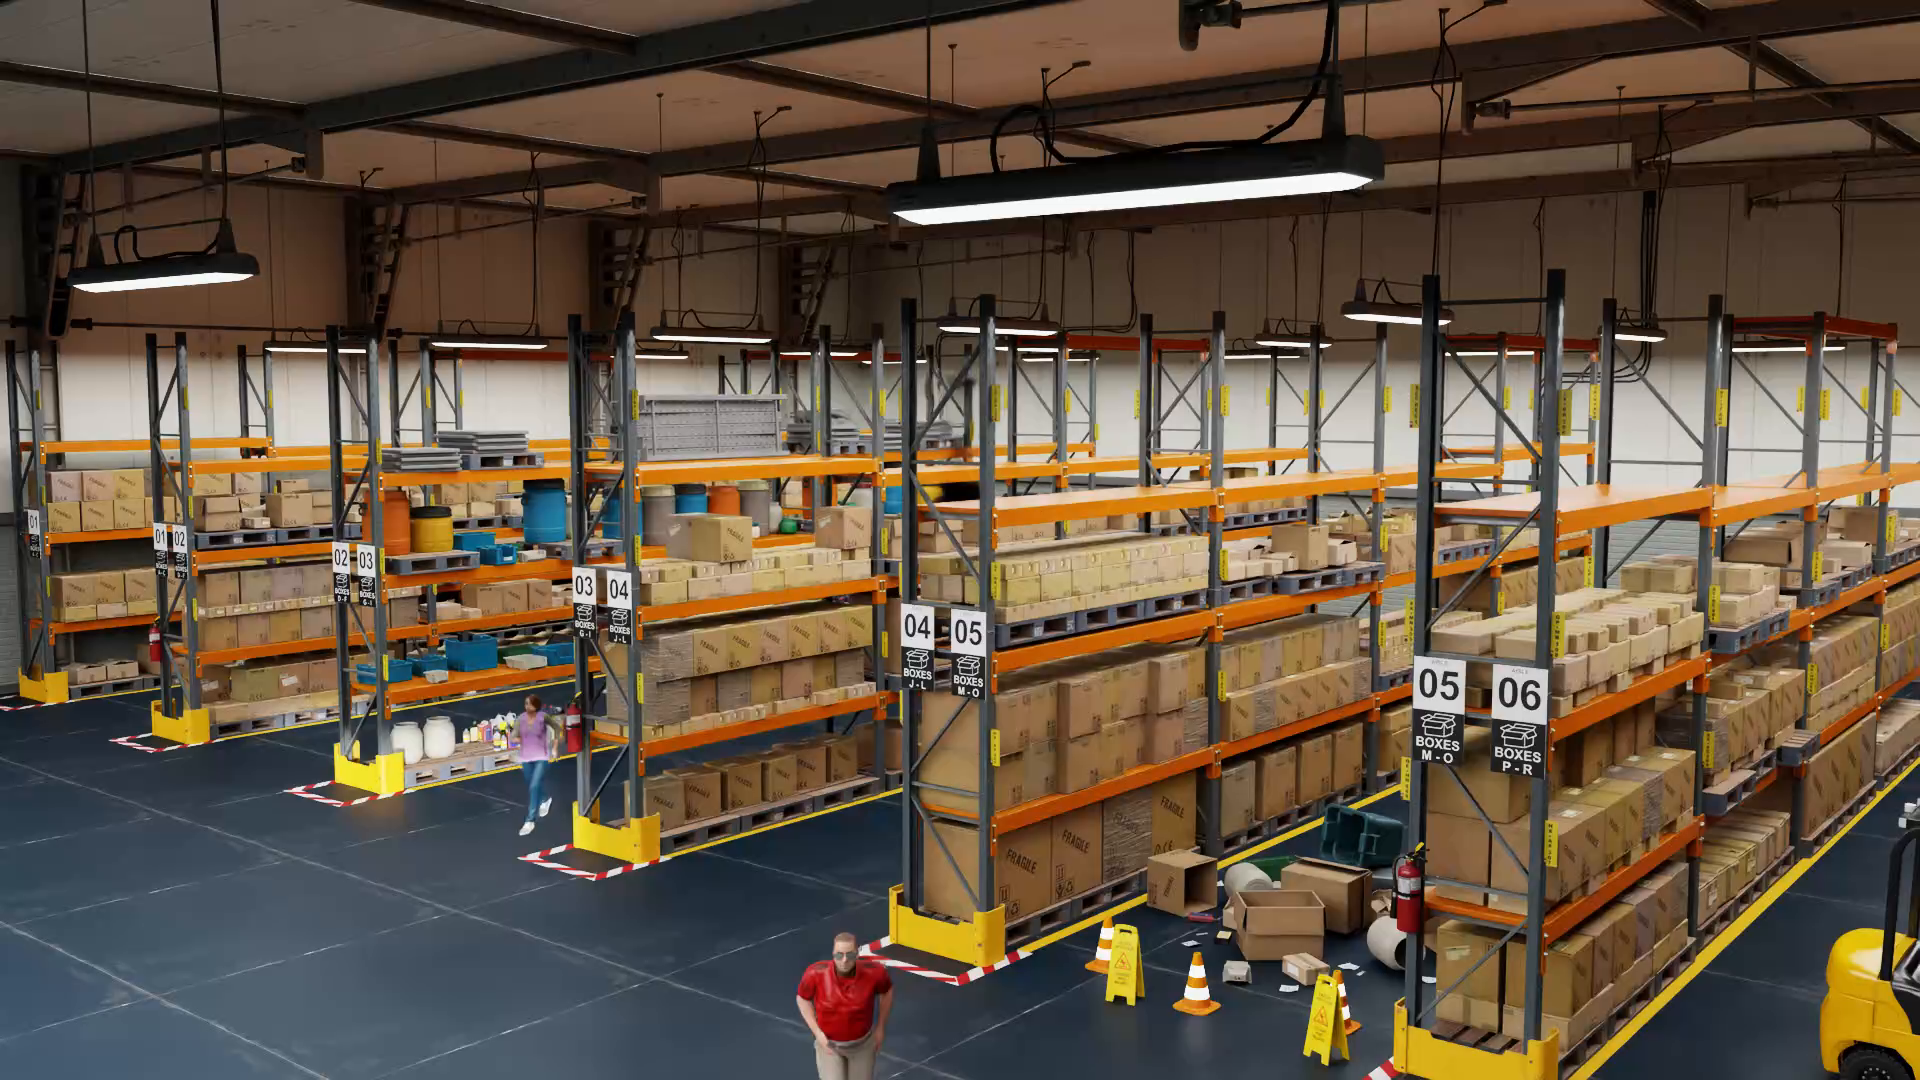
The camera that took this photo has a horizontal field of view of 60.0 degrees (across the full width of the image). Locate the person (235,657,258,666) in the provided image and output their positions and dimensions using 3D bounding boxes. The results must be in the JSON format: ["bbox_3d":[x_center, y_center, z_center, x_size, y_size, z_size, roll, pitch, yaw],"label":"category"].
[{"bbox_3d":[-11.702,1.901,27.280,0.694,1.634,0.671,3,6,33],"label":"person"}]

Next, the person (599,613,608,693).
[{"bbox_3d":[-5.957,1.795,28.515,0.574,1.639,0.583,3,6,32],"label":"person"}]

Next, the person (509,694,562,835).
[{"bbox_3d":[-4.995,2.590,19.569,0.534,1.578,0.890,1,5,10],"label":"person"}]

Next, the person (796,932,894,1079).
[{"bbox_3d":[-0.760,3.356,11.082,0.638,1.681,0.785,0,5,0],"label":"person"}]
